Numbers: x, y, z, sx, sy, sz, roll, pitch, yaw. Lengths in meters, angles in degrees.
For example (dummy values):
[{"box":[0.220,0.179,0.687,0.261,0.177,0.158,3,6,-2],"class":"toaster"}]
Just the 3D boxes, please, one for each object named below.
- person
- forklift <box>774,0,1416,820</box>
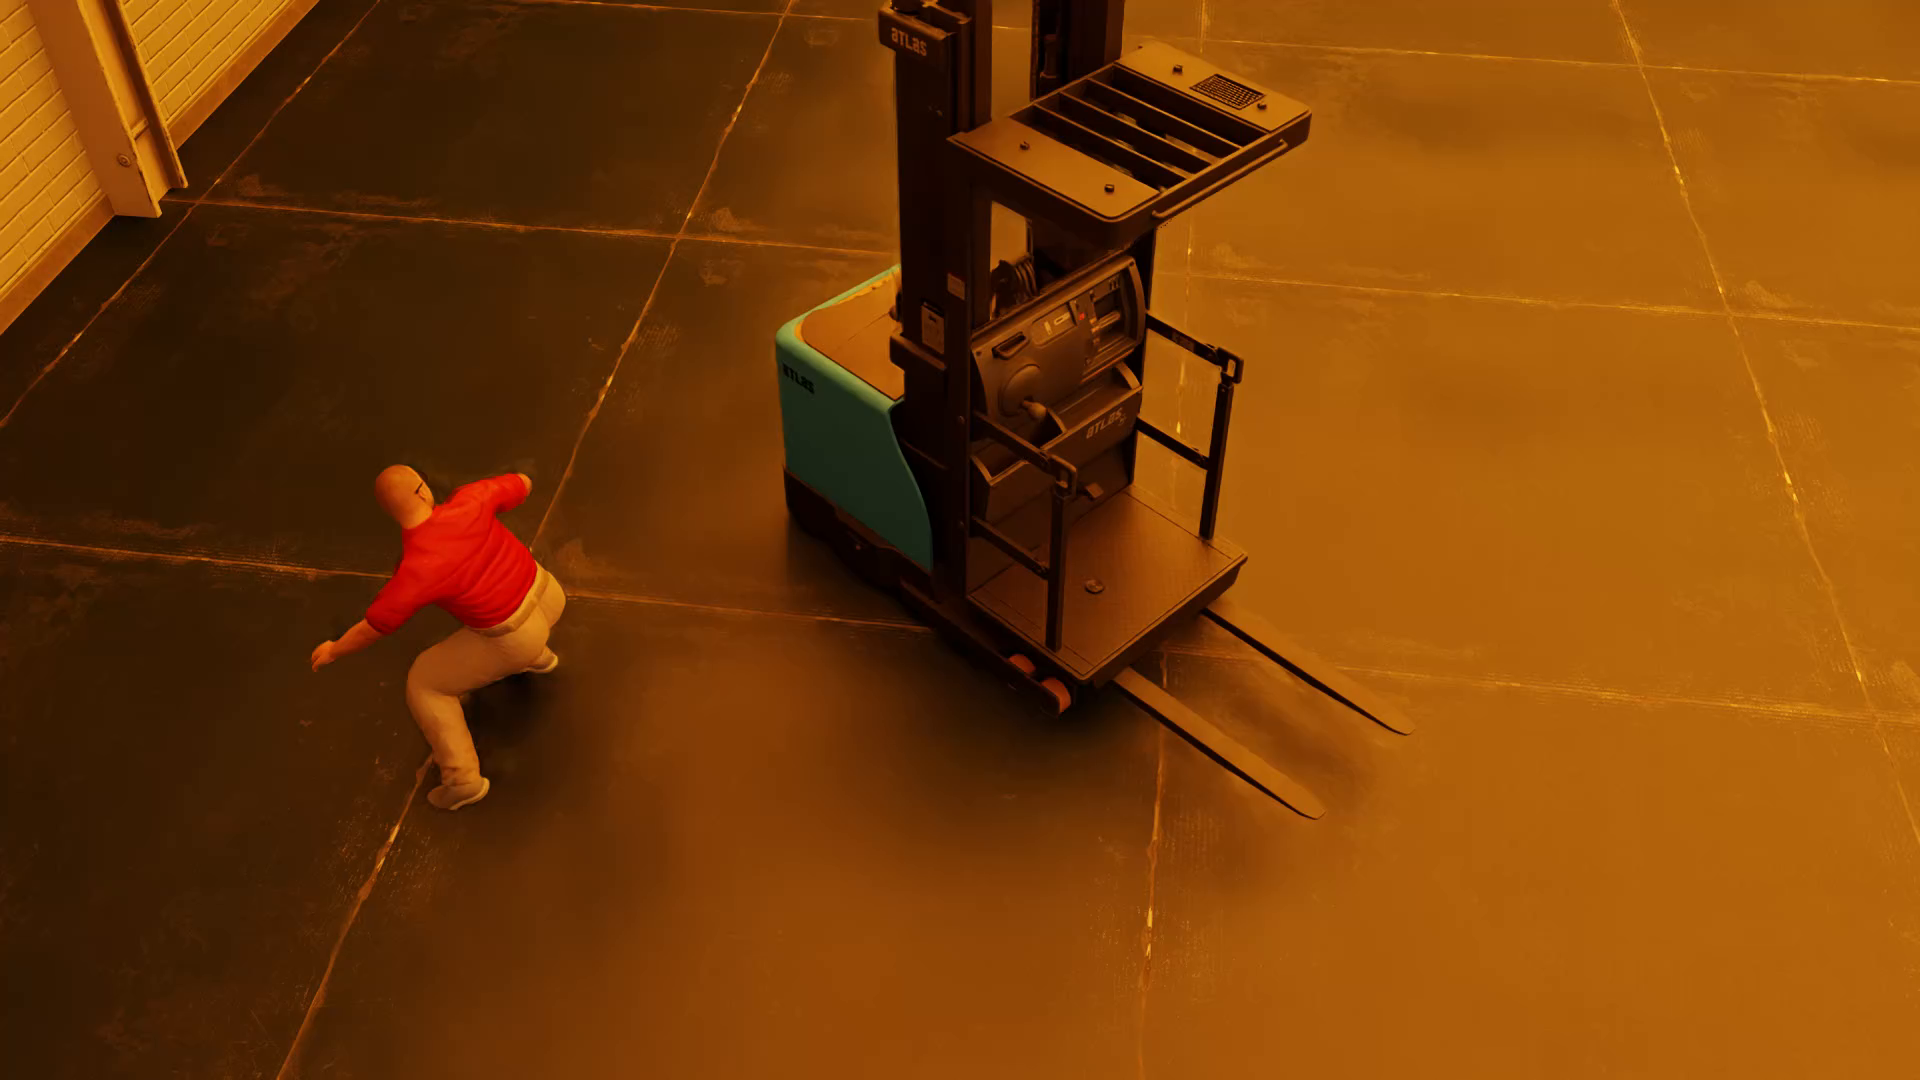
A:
[{"box":[-2.027,0.288,6.544,0.849,1.513,0.840,13,44,14],"class":"person"},{"box":[0.552,-0.730,6.519,1.130,2.935,3.031,-33,52,-31],"class":"forklift"}]
